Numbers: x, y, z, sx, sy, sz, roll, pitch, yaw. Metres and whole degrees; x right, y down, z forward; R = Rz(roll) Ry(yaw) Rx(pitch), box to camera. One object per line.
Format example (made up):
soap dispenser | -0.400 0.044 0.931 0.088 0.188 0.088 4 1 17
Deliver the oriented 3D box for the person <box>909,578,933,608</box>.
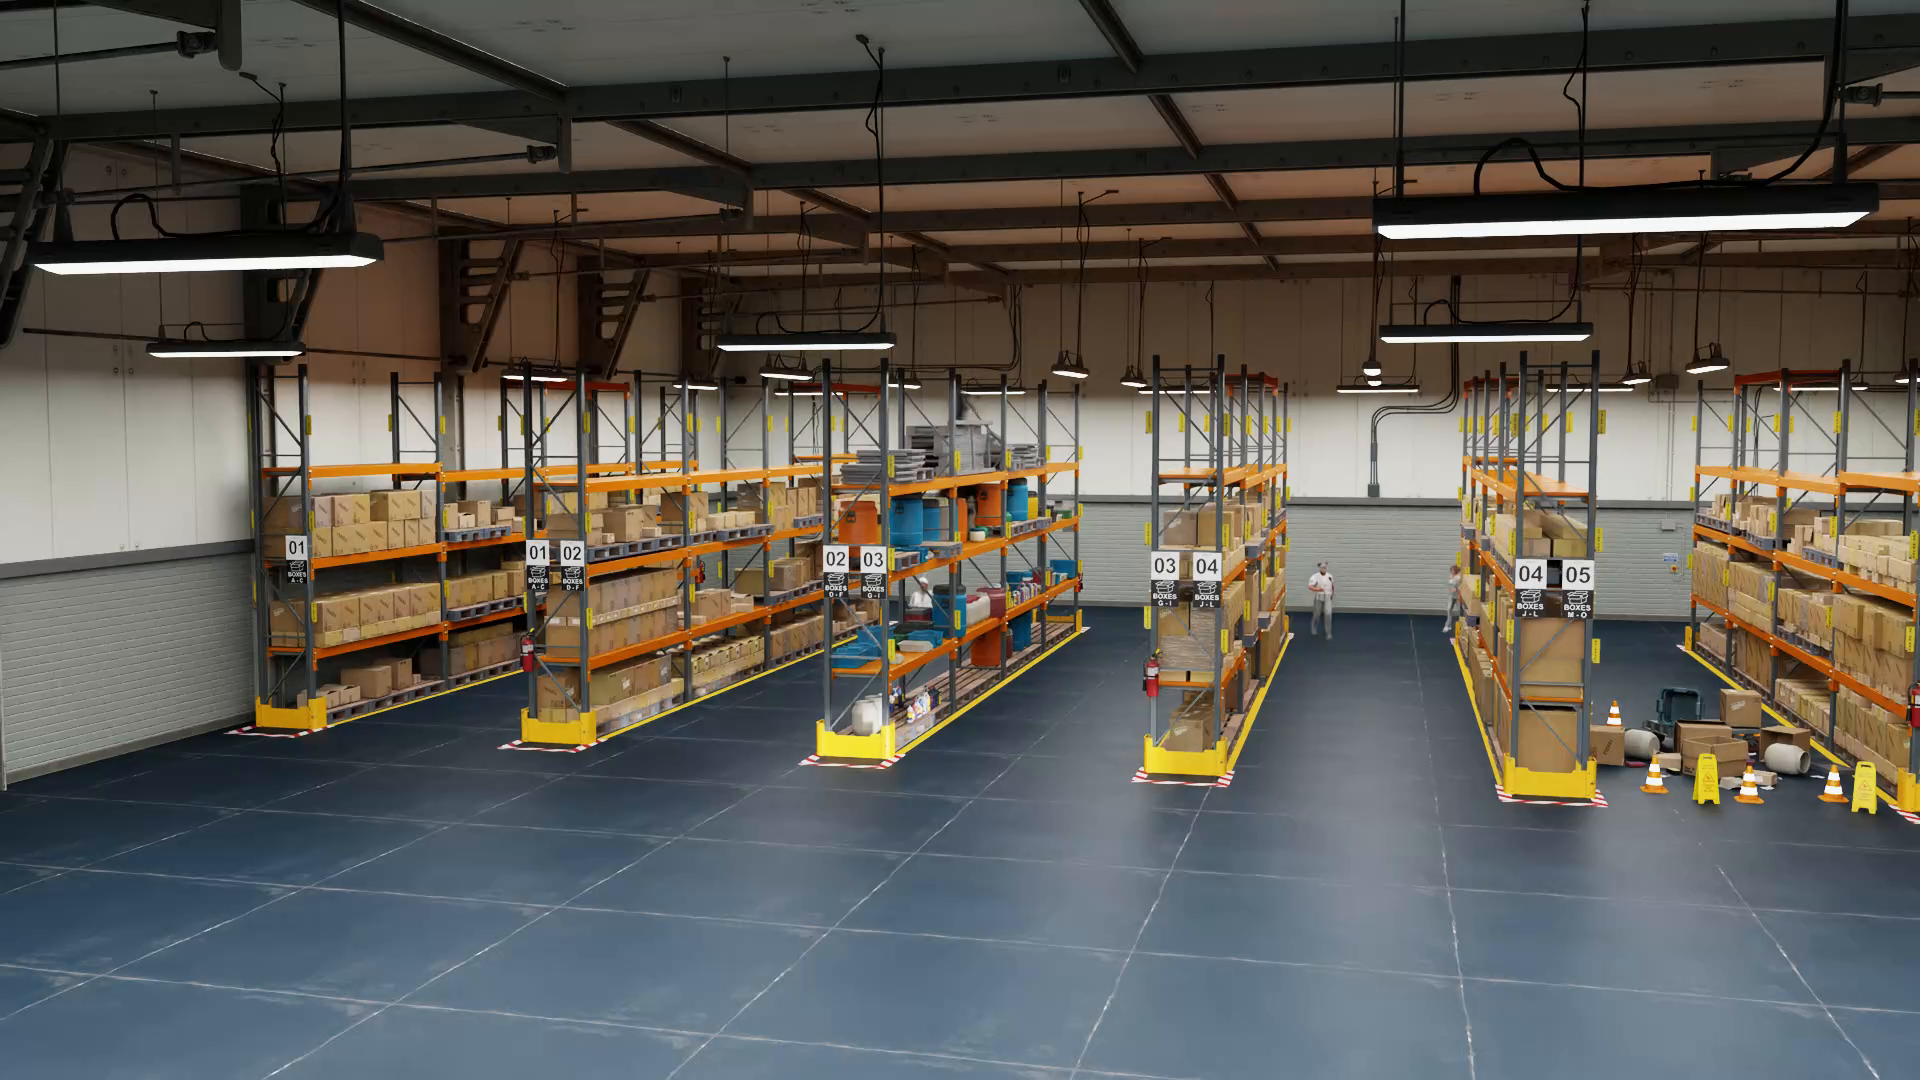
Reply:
person | -0.785 1.634 35.687 0.669 1.651 0.858 1 4 10

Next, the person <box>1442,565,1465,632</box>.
person | 12.026 1.408 40.178 0.835 1.610 0.531 -2 5 -32

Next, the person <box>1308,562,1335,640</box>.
person | 8.504 1.403 39.089 0.674 1.810 0.944 0 4 -5
